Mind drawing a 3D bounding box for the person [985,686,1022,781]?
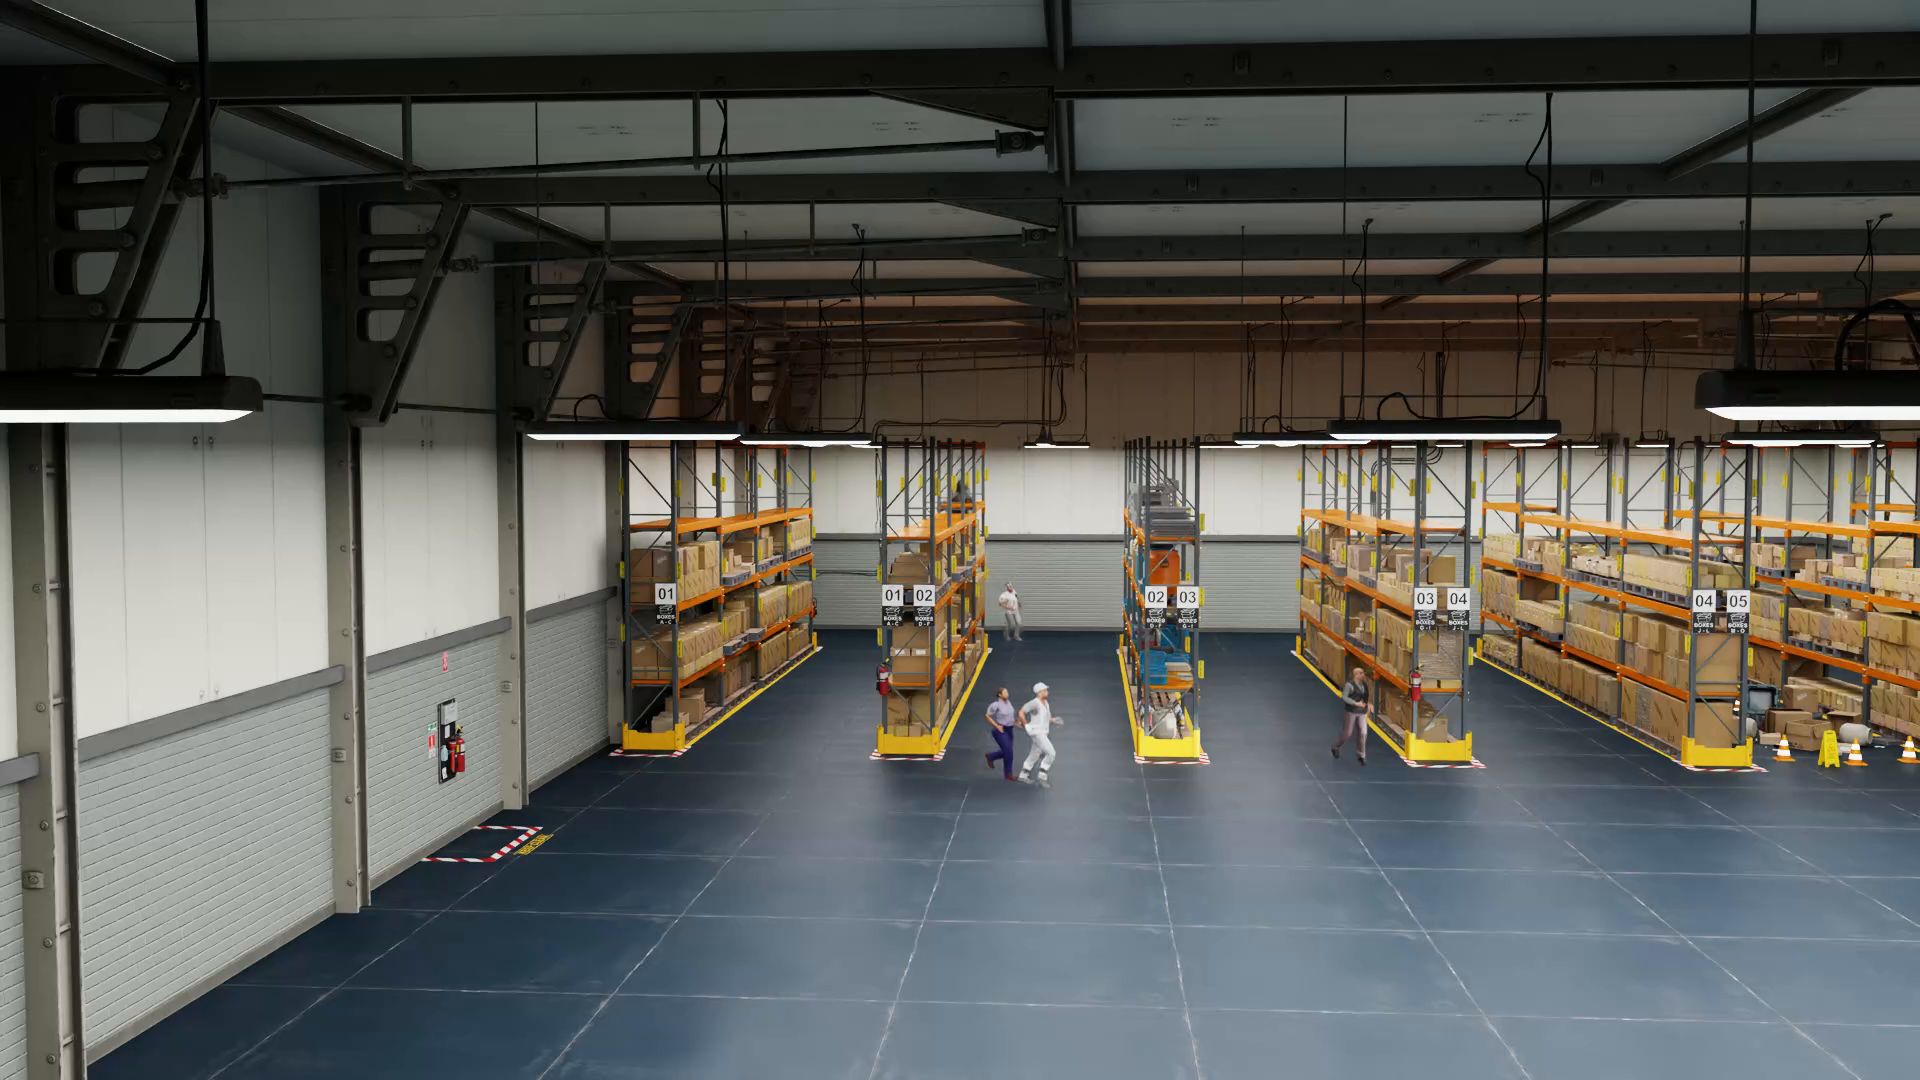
[{"bbox_3d":[0.714,3.377,29.068,0.767,1.628,0.607,2,4,35],"label":"person"}]

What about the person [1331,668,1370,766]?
[{"bbox_3d":[7.297,3.226,30.622,0.690,1.757,0.861,-1,3,-25],"label":"person"}]

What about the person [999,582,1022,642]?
[{"bbox_3d":[1.434,2.072,47.961,0.703,1.777,0.666,-2,4,-38],"label":"person"}]

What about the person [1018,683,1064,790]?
[{"bbox_3d":[1.339,3.320,28.168,0.819,1.800,0.690,1,3,23],"label":"person"}]
